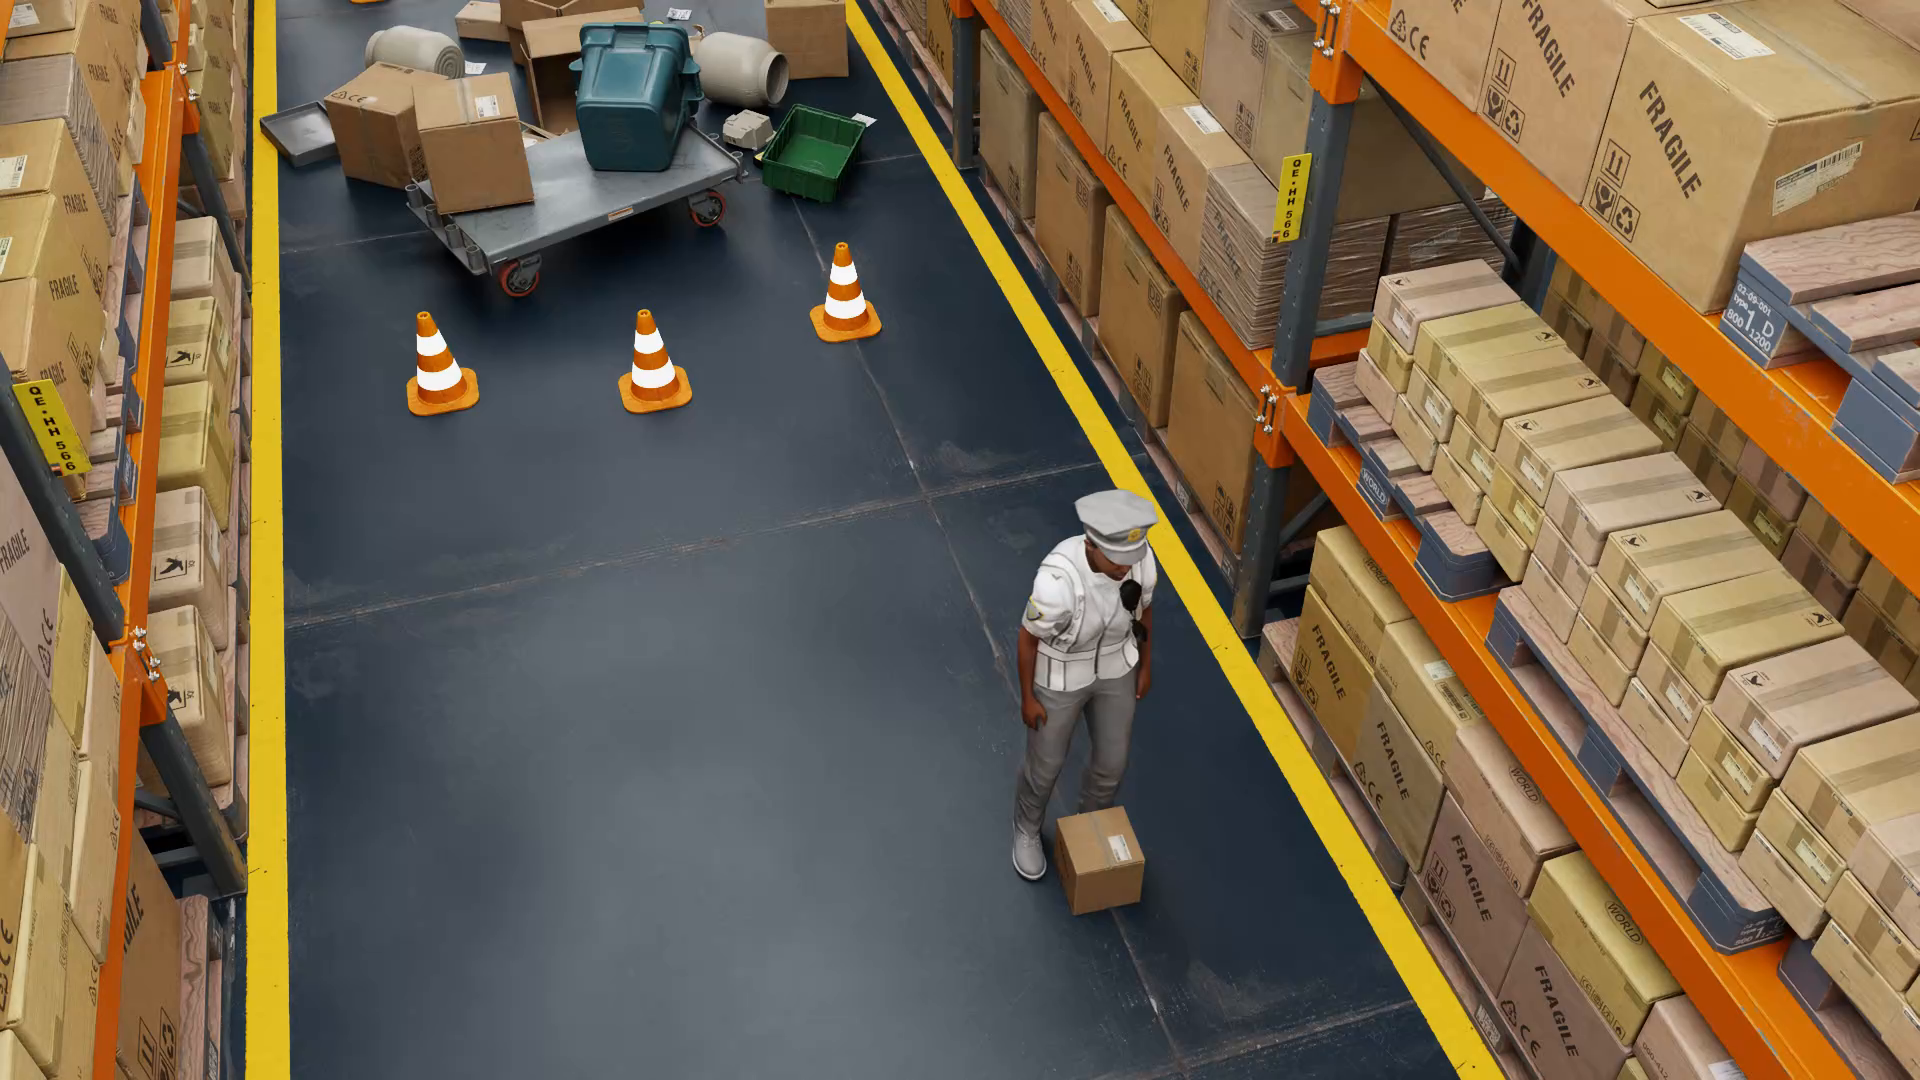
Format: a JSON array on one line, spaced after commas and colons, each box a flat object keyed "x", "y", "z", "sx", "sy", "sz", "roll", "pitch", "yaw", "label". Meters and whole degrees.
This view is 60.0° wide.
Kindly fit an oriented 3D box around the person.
[{"x": 0.422, "y": 0.485, "z": 5.632, "sx": 0.526, "sy": 1.658, "sz": 0.427, "roll": -15, "pitch": 44, "yaw": -15, "label": "person"}]
